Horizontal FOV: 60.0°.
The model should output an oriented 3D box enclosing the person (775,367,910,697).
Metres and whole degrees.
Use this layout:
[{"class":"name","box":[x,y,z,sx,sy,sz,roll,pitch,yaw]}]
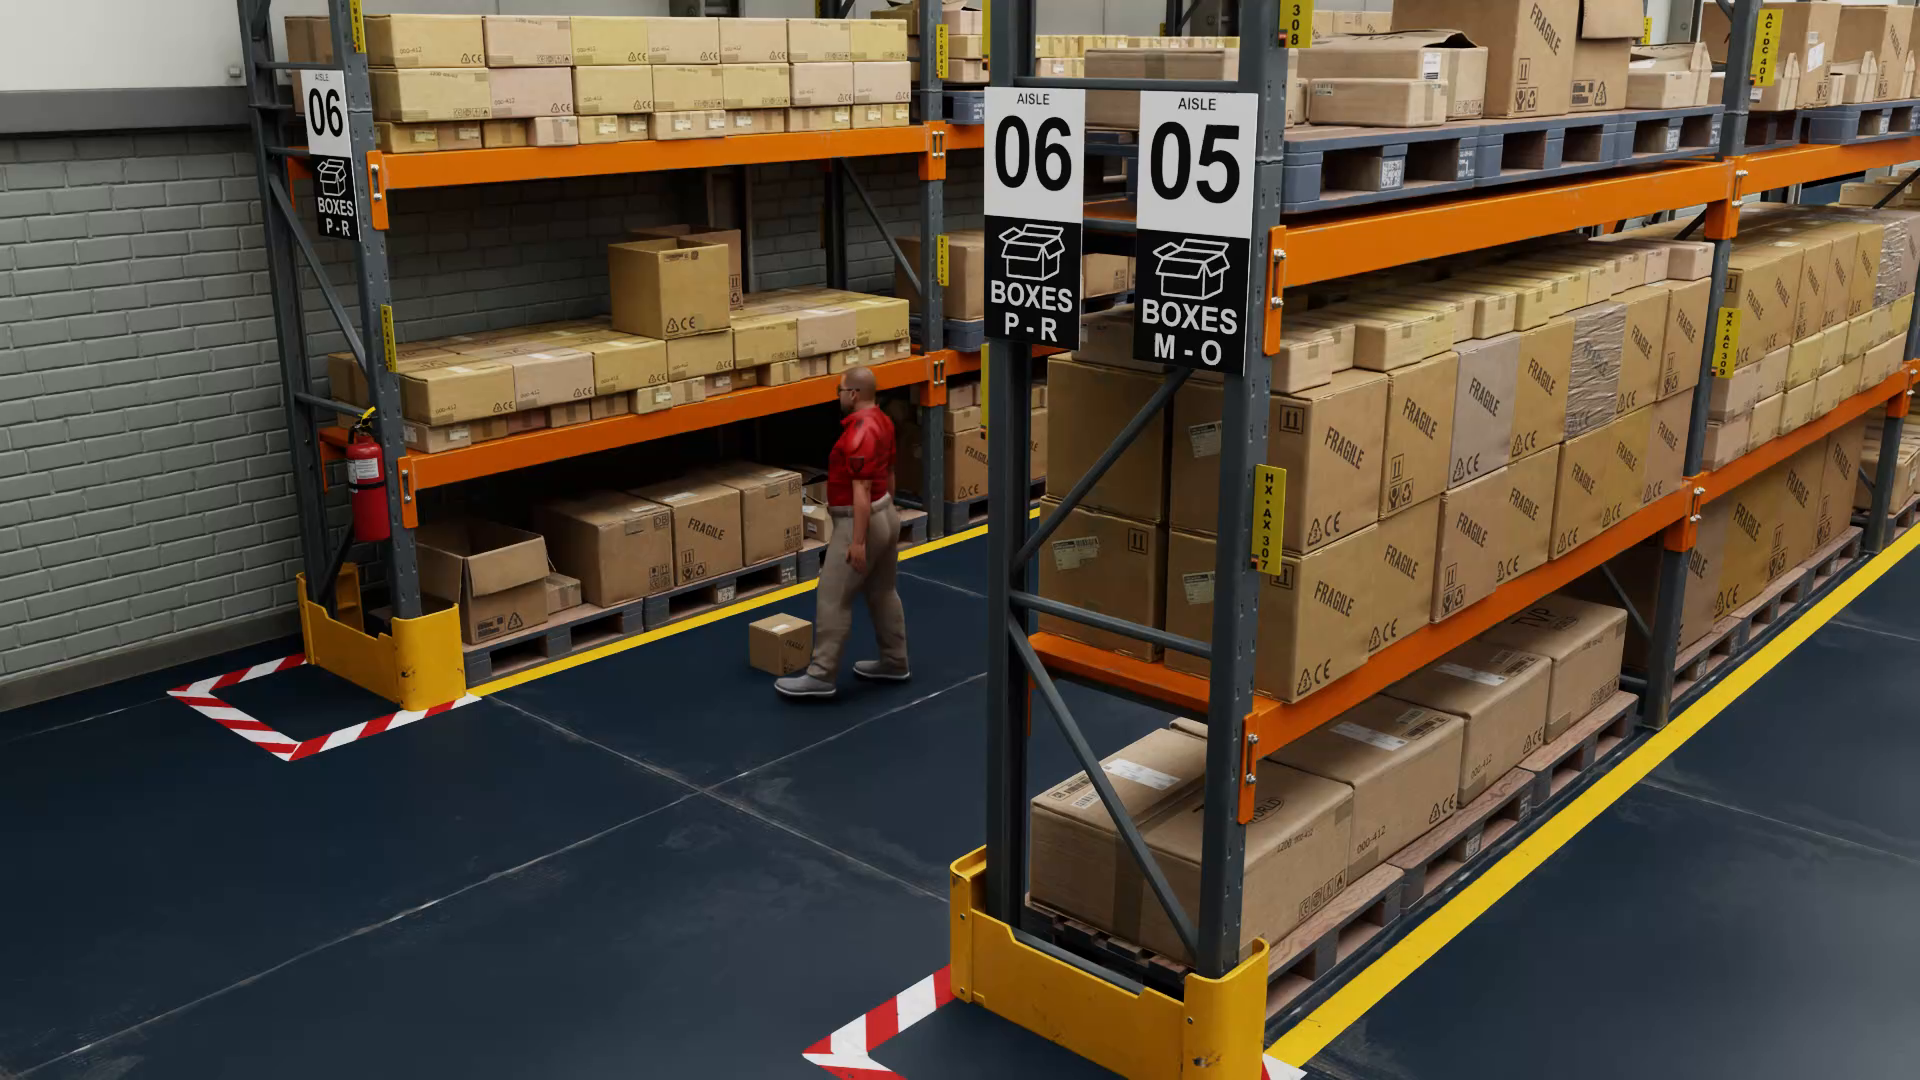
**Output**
[{"class":"person","box":[-0.612,-0.054,8.707,0.629,1.723,0.625,4,17,14]}]
